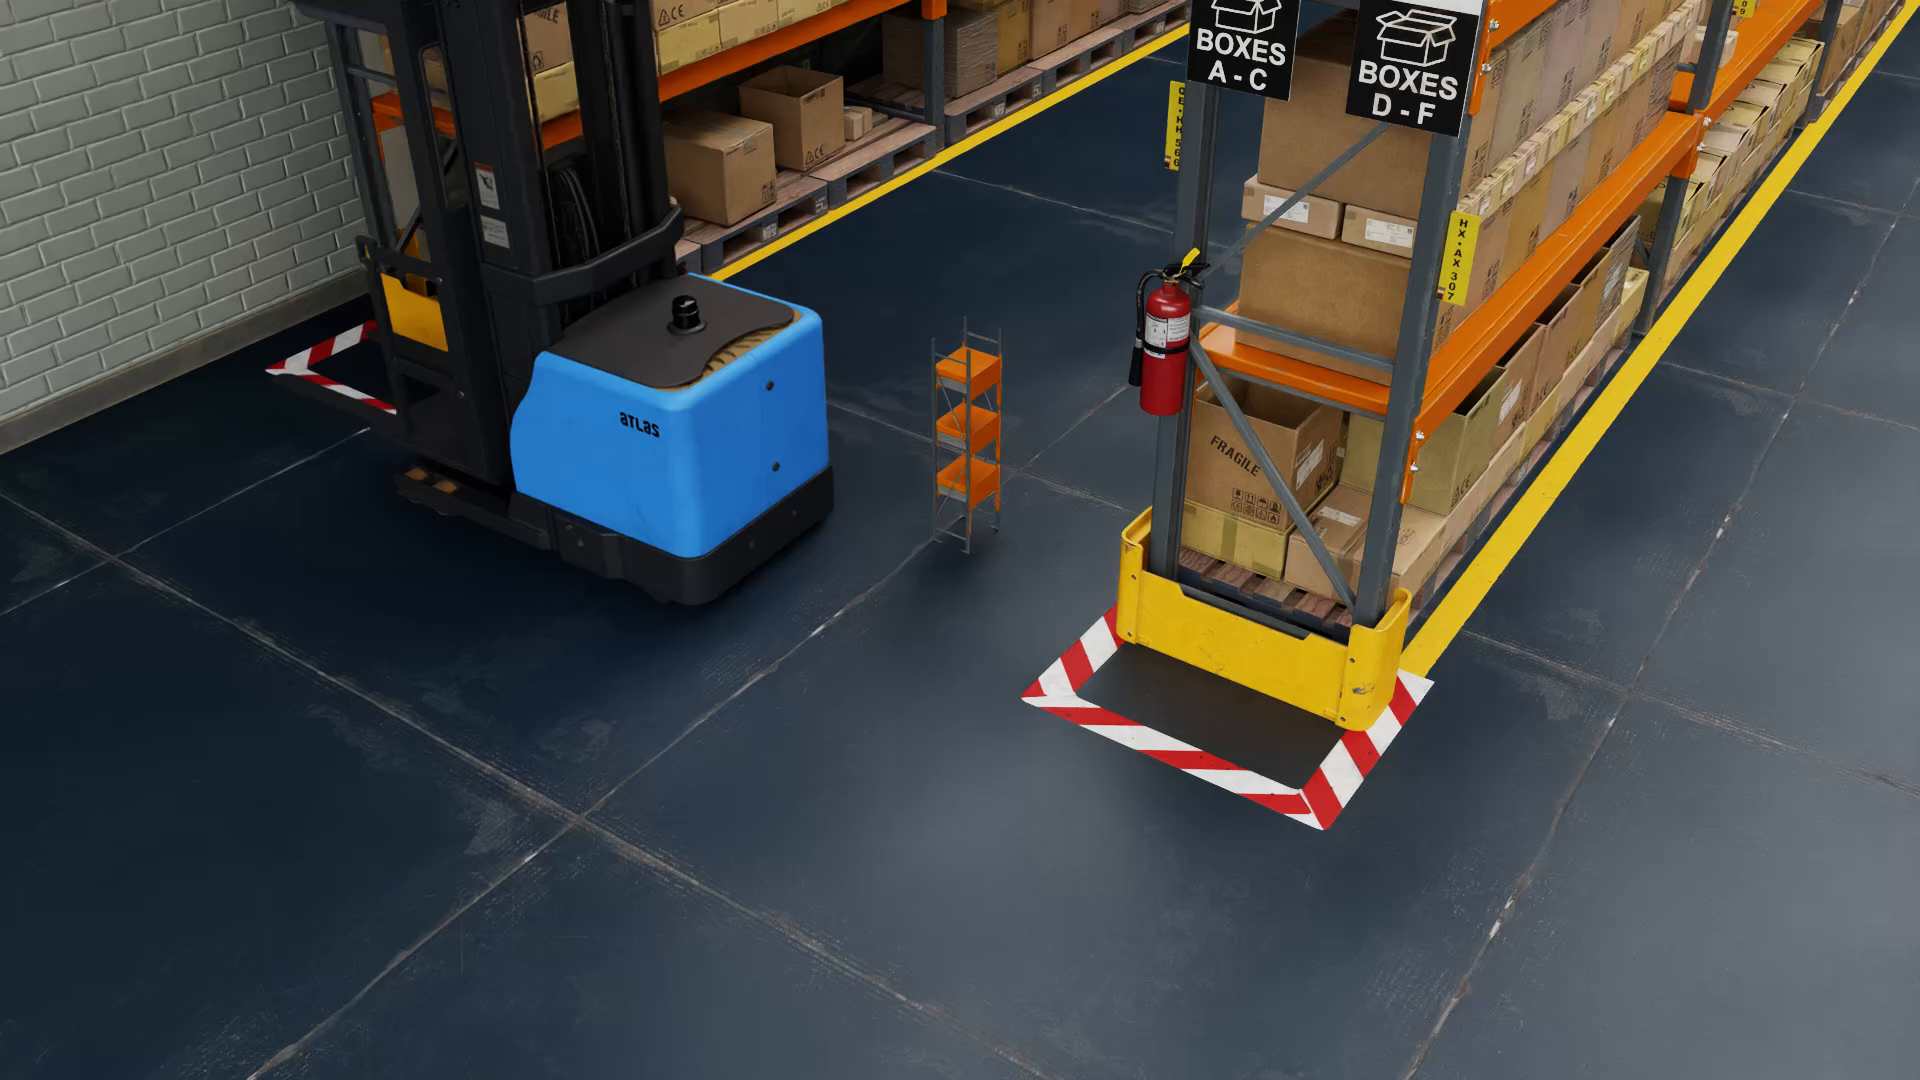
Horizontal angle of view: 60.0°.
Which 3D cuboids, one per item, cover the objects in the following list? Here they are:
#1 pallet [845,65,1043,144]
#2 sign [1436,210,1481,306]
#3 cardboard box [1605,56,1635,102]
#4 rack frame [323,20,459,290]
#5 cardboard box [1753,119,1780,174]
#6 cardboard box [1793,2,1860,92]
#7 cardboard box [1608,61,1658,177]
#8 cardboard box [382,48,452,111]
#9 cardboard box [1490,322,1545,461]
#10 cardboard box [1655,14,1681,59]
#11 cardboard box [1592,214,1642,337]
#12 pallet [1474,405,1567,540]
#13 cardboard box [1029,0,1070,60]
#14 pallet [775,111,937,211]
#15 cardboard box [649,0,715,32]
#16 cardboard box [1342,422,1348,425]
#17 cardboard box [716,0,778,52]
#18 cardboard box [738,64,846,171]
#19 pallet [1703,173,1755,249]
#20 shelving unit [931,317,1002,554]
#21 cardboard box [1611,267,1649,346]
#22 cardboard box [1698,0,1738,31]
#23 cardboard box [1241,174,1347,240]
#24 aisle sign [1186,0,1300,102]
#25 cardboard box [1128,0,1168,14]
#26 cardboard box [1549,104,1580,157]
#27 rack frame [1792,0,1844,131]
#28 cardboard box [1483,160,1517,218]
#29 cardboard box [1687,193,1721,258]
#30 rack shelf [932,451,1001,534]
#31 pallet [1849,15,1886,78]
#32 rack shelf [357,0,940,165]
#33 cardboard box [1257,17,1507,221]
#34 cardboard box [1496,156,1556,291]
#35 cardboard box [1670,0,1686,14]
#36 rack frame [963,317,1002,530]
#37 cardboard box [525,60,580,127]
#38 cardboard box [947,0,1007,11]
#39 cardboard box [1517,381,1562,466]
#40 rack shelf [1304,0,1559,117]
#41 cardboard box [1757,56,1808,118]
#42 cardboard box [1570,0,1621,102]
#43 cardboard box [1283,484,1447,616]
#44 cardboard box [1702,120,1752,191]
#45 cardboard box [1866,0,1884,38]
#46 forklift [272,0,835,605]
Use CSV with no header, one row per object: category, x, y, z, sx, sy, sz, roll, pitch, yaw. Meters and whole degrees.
pallet,-0.112,-3.367,12.541,1.003,0.211,1.213,21,39,28
sign,1.689,-0.954,5.639,0.100,0.325,0.005,21,39,28
cardboard box,2.813,-2.116,7.533,0.380,0.149,0.250,22,40,29
rack frame,-2.835,-2.323,8.507,1.000,3.000,0.127,21,39,28
cardboard box,5.118,-2.670,11.100,0.500,0.250,0.500,22,40,29
cardboard box,6.292,-3.689,12.366,0.500,0.500,0.500,23,40,30
cardboard box,2.974,-2.173,8.197,0.700,0.500,0.500,21,39,28
cardboard box,-2.728,-2.546,8.953,0.500,0.250,0.500,22,40,29
cardboard box,2.283,-0.728,7.560,0.500,0.500,0.500,21,39,28
cardboard box,3.249,-2.465,8.049,0.380,0.149,0.250,20,39,27
cardboard box,3.138,-1.419,8.581,0.500,0.500,0.500,21,39,28
pallet,2.335,-0.512,8.318,1.003,0.211,1.213,21,39,28
cardboard box,0.429,-4.130,13.018,0.700,0.500,0.500,22,40,29
pallet,-0.908,-2.688,11.537,1.003,0.211,1.213,21,39,28
cardboard box,-1.726,-3.163,9.197,0.500,0.500,0.500,20,39,27
cardboard box,1.859,-0.583,8.014,0.500,0.250,0.500,21,39,28
cardboard box,-1.426,-3.100,9.773,0.500,0.250,0.500,22,40,29
cardboard box,-1.113,-2.820,11.081,0.500,0.500,0.500,18,38,25
pallet,4.600,-2.343,11.027,1.003,0.211,1.213,21,39,28
shelving unit,0.031,-0.460,7.492,0.215,1.050,0.252,21,39,28
cardboard box,3.433,-1.335,9.126,0.500,0.250,0.500,21,39,28
cardboard box,4.269,-3.215,9.737,0.500,0.500,0.500,24,41,31
cardboard box,1.298,-1.289,6.310,0.380,0.149,0.250,21,39,27
aisle sign,0.958,-1.883,5.536,0.394,0.787,0.004,21,39,28
cardboard box,1.359,-4.803,14.014,0.700,0.500,0.500,22,40,29
cardboard box,2.370,-1.757,7.003,0.380,0.149,0.250,21,39,28
rack frame,5.798,-4.424,11.614,1.000,3.000,0.127,21,39,28
cardboard box,1.929,-1.401,6.476,0.380,0.149,0.250,21,40,28
cardboard box,4.244,-1.959,10.049,0.500,0.250,0.500,22,40,29
rack shelf,0.031,-0.221,7.654,0.215,0.259,0.240,21,39,28
pallet,6.951,-4.159,13.712,1.003,0.211,1.213,21,39,28
rack shelf,-1.695,-2.945,10.070,1.077,0.370,4.000,21,39,28
cardboard box,1.544,-1.556,6.126,0.700,0.500,0.500,21,40,28
cardboard box,2.097,-1.464,7.148,0.700,0.500,0.500,22,40,28
cardboard box,3.270,-2.956,8.196,0.700,0.500,0.500,21,40,28
rack frame,0.100,-0.516,7.575,0.200,1.050,0.008,21,39,28
cardboard box,-2.296,-2.392,8.726,0.500,0.250,0.500,20,39,27
cardboard box,0.100,-4.169,12.406,0.500,0.250,0.500,20,39,27
cardboard box,2.582,-0.643,8.102,0.500,0.250,0.500,21,39,28
rack shelf,2.377,-2.607,6.892,1.077,0.370,4.000,21,39,28
cardboard box,5.411,-3.130,11.280,0.500,0.311,0.500,21,39,28
cardboard box,2.411,-2.263,7.171,0.700,0.500,0.500,21,39,28
cardboard box,1.725,0.047,7.082,0.500,0.250,0.500,21,39,28
cardboard box,4.542,-2.428,10.242,0.500,0.311,0.500,20,39,27
cardboard box,7.170,-4.403,13.421,0.500,0.500,0.500,20,39,27
forklift,-2.106,-1.558,7.437,3.031,2.935,1.130,20,39,27
